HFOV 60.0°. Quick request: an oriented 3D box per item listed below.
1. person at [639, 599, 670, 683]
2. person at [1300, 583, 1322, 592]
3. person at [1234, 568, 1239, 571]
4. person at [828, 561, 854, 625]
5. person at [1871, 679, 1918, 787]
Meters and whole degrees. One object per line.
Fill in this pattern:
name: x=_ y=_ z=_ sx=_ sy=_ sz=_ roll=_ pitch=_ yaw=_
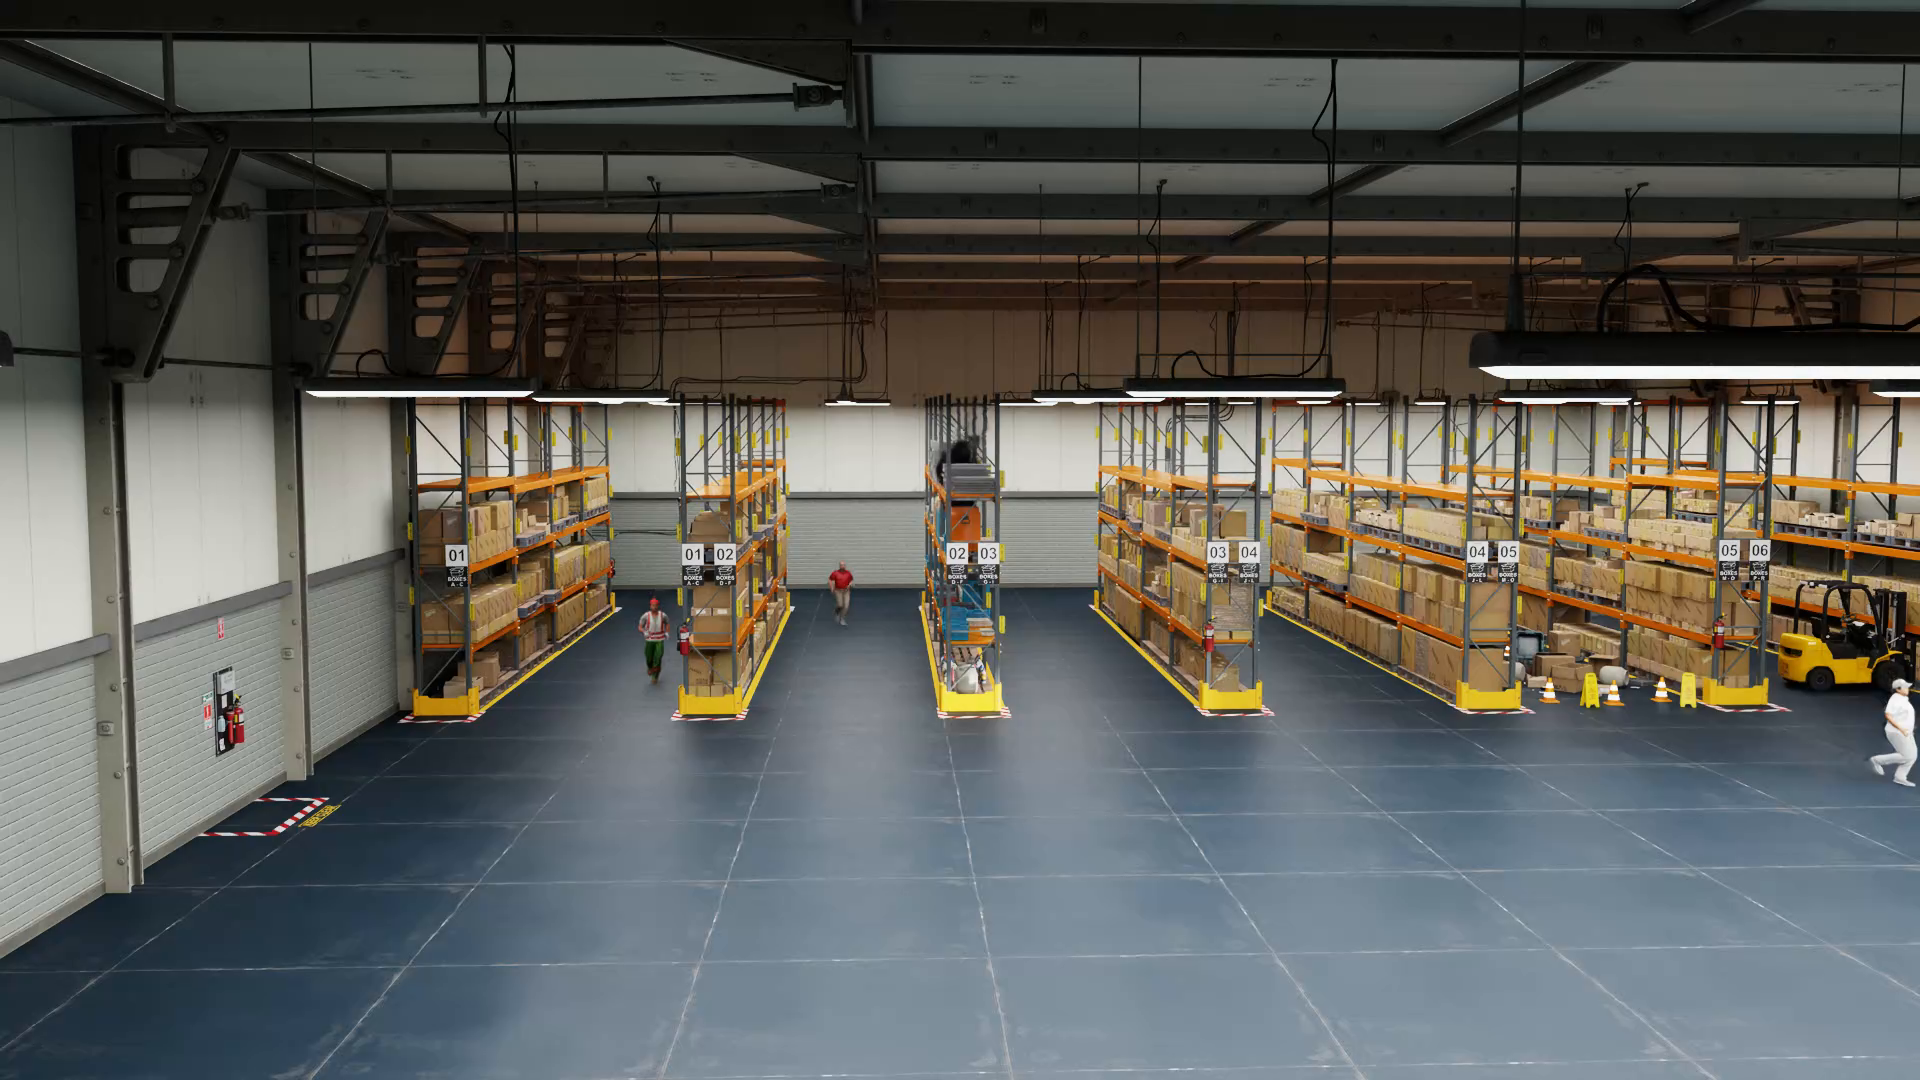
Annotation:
person: x=-6.394 y=2.099 z=34.816 sx=0.653 sy=1.750 sz=0.720 roll=-1 pitch=5 yaw=-14
person: x=10.287 y=0.986 z=49.116 sx=0.909 sy=1.720 sz=0.723 roll=0 pitch=5 yaw=1
person: x=7.726 y=1.306 z=45.366 sx=0.654 sy=1.681 sz=0.577 roll=0 pitch=5 yaw=-4
person: x=-3.105 y=1.407 z=43.979 sx=0.650 sy=1.686 sz=0.586 roll=-2 pitch=5 yaw=-18
person: x=14.271 y=2.924 z=25.360 sx=0.587 sy=1.630 sz=0.615 roll=4 pitch=6 yaw=39
